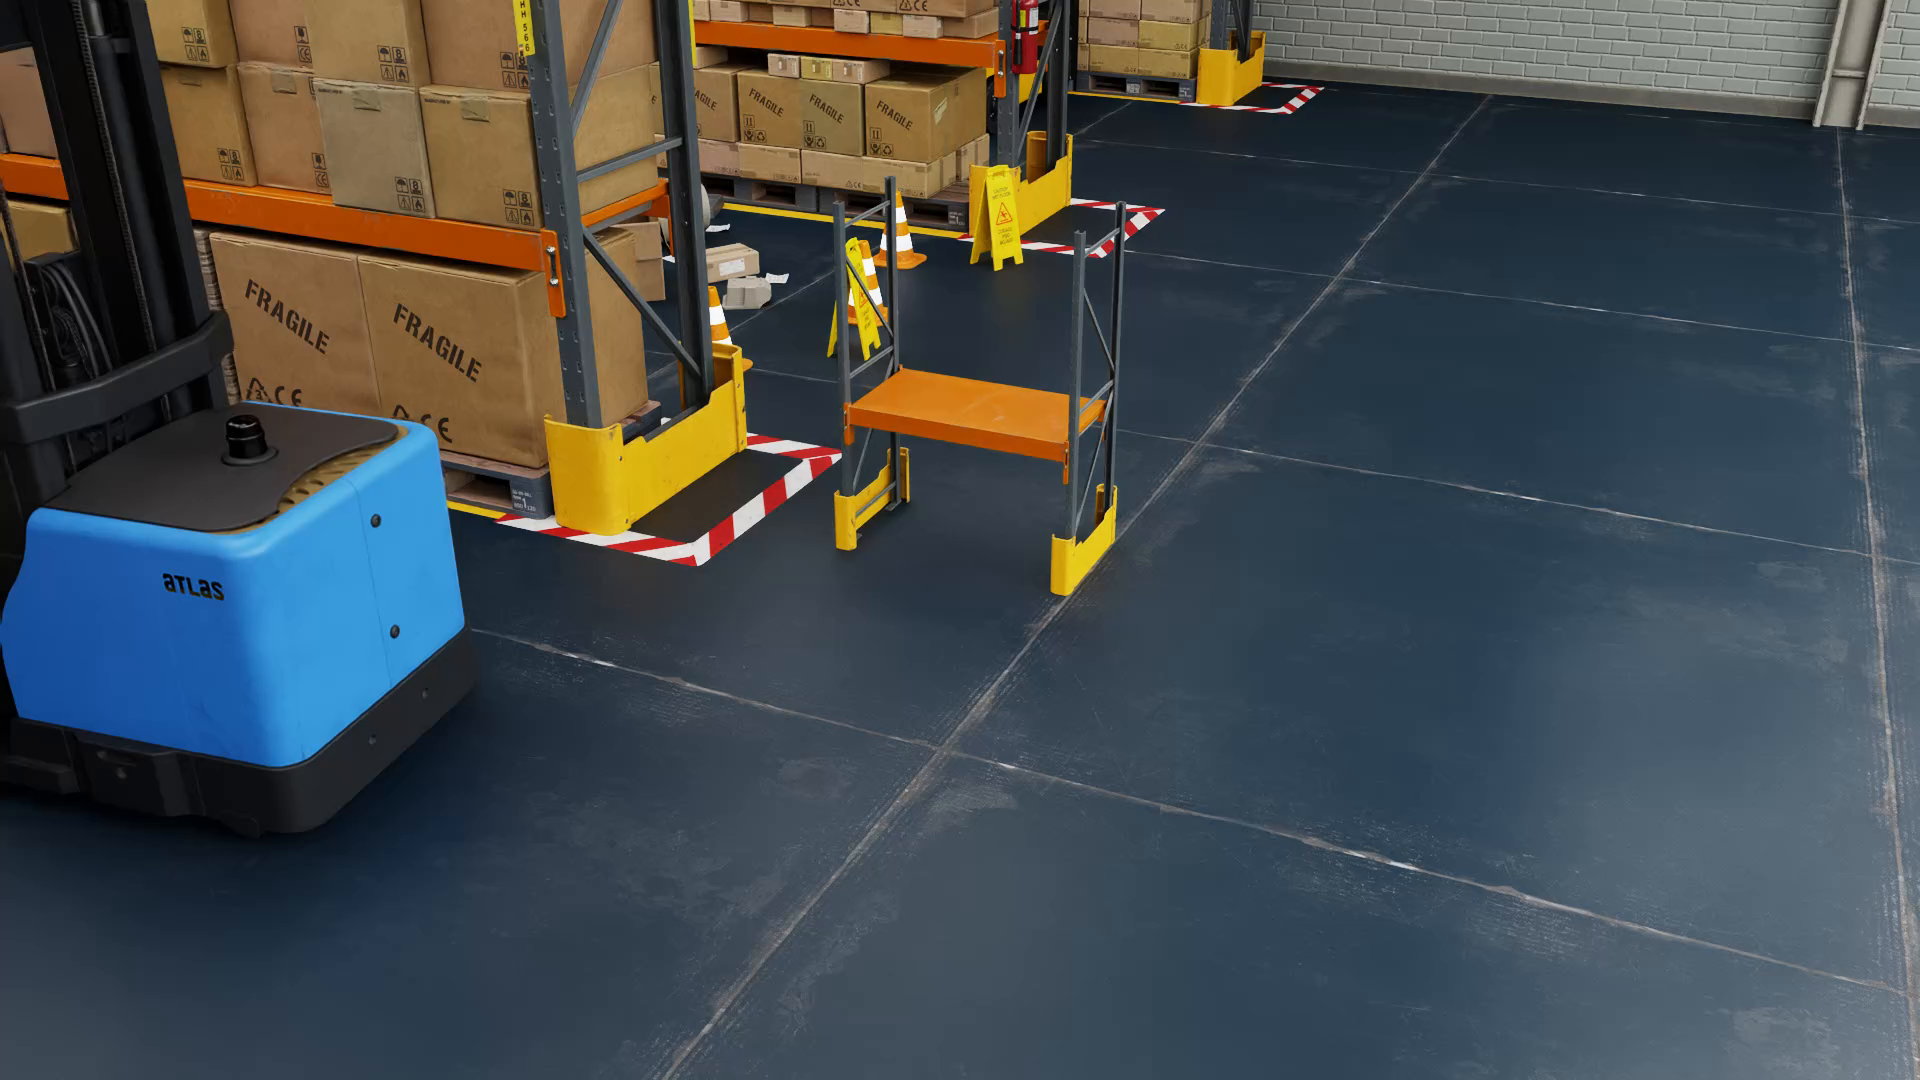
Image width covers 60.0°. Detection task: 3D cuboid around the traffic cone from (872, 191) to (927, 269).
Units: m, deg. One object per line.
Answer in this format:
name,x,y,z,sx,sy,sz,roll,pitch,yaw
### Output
traffic cone,-0.415,-2.055,10.900,0.334,0.463,0.336,11,28,22

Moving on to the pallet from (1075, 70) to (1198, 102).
pallet,1.848,-4.502,16.155,1.213,0.211,1.003,11,28,22

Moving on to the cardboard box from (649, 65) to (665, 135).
cardboard box,-2.213,-3.346,12.439,0.500,0.500,0.500,13,29,24

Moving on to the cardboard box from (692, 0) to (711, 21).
cardboard box,-1.816,-3.828,11.913,0.250,0.149,0.380,12,28,22

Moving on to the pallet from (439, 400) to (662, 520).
pallet,-2.207,-0.488,8.003,1.213,0.211,1.003,11,28,22

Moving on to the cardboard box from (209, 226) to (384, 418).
cardboard box,-2.893,-1.117,8.053,0.875,0.875,0.875,11,28,21

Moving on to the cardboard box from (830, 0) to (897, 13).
cardboard box,-0.552,-3.893,11.312,0.500,0.500,0.500,11,28,22

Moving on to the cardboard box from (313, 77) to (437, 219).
cardboard box,-2.313,-1.833,7.408,0.550,0.550,0.875,11,28,22

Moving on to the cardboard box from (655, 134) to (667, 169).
cardboard box,-2.215,-3.010,12.605,0.500,0.250,0.500,13,29,25

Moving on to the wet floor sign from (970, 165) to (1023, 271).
wet floor sign,0.240,-2.112,10.809,0.232,0.644,0.267,23,35,39

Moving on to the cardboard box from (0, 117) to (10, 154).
cardboard box,-4.747,-2.360,8.479,0.550,0.550,0.875,11,28,22

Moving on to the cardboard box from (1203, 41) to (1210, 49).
cardboard box,2.195,-4.753,16.146,0.500,0.250,0.500,11,28,22

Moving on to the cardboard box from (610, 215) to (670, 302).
cardboard box,-2.137,-1.816,10.370,0.637,0.503,0.797,-7,27,-14

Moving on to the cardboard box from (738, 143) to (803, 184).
cardboard box,-1.284,-2.819,12.217,0.500,0.250,0.500,10,28,20

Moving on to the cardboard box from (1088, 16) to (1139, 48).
cardboard box,1.537,-4.868,15.814,0.500,0.250,0.500,11,28,21

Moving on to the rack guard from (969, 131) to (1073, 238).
rack guard,0.441,-2.526,11.814,0.348,0.500,1.175,11,28,22

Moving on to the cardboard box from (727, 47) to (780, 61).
cardboard box,-1.553,-3.470,12.692,0.500,0.500,0.500,13,29,24

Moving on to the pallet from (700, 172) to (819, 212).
pallet,-1.390,-2.783,12.663,1.213,0.211,1.003,11,28,22

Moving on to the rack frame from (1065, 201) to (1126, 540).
rack frame,0.540,-0.564,6.698,0.032,1.500,0.500,11,28,22

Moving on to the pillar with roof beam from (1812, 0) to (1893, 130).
pillar with roof beam,5.981,-5.983,9.214,0.400,9.000,9.100,11,28,22

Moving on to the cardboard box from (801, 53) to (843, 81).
cardboard box,-0.916,-3.345,11.701,0.250,0.149,0.380,12,29,23

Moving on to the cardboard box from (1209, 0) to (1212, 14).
cardboard box,2.202,-5.197,15.916,0.500,0.250,0.500,11,28,21

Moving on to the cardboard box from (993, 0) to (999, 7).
cardboard box,0.194,-4.010,11.548,0.500,0.500,0.500,11,28,21

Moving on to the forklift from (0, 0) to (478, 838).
forklift,-3.325,-0.738,5.430,3.031,2.935,1.130,8,27,16

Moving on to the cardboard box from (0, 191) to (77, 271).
cardboard box,-4.544,-1.448,8.725,0.875,0.875,0.875,12,29,23

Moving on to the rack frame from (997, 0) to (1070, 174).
rack frame,0.510,-3.633,11.234,0.127,3.000,1.000,11,28,22

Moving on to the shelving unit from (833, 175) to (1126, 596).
shelving unit,0.069,-0.659,6.890,1.083,1.500,0.587,11,28,22

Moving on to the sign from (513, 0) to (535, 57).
sign,-1.684,-2.035,6.407,0.005,0.325,0.100,11,28,22

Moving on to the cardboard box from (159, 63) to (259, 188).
cardboard box,-3.270,-2.066,7.881,0.500,0.550,0.875,11,28,22

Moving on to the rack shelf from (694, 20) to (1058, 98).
rack shelf,-1.310,-3.676,12.135,4.000,0.370,1.077,11,28,22

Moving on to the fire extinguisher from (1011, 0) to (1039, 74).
fire extinguisher,0.424,-3.392,10.832,0.183,0.674,0.296,11,28,22

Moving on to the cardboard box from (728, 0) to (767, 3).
cardboard box,-1.459,-4.087,11.704,0.500,0.500,0.500,12,29,22

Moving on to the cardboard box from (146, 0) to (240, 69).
cardboard box,-3.297,-2.525,7.590,0.500,0.550,0.875,11,28,22

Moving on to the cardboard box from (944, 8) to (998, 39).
cardboard box,0.081,-3.503,11.253,0.250,0.149,0.380,12,29,24

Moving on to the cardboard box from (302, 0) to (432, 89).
cardboard box,-2.307,-2.323,7.180,0.550,0.550,0.875,11,28,22

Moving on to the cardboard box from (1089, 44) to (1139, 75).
cardboard box,1.554,-4.638,15.912,0.500,0.250,0.500,11,28,22

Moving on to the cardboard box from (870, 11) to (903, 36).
cardboard box,-0.420,-3.560,11.370,0.250,0.149,0.380,11,28,21

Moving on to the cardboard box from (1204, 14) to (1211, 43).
cardboard box,2.220,-4.978,16.037,0.500,0.250,0.500,12,29,23

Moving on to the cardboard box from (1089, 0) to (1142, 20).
cardboard box,1.546,-5.083,15.684,0.500,0.250,0.500,12,29,23

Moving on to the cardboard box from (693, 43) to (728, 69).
cardboard box,-1.902,-3.542,12.103,0.250,0.149,0.380,13,29,25

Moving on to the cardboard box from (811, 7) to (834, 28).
cardboard box,-0.842,-3.698,11.650,0.250,0.149,0.380,12,29,23

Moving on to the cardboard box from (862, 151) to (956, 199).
cardboard box,-0.359,-2.632,11.838,0.500,0.250,0.500,11,28,22

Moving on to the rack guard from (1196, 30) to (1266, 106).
rack guard,2.584,-4.504,15.832,0.348,0.500,1.175,11,28,22

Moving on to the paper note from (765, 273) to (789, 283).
paper note,-1.174,-1.674,10.615,0.142,0.019,0.148,2,26,4

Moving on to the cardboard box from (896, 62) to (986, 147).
cardboard box,-0.131,-3.187,12.116,0.500,0.500,0.500,10,28,20

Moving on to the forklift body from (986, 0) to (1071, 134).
forklift body,0.080,-4.862,14.691,1.214,2.155,2.313,11,28,22

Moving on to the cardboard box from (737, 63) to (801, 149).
cardboard box,-1.260,-3.155,12.051,0.500,0.500,0.500,11,28,21

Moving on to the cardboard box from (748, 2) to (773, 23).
cardboard box,-1.302,-3.790,11.837,0.250,0.149,0.380,11,28,22

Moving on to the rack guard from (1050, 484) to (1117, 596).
rack guard,0.523,-0.007,6.982,0.087,0.250,0.587,11,28,22

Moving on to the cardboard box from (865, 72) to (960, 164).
cardboard box,-0.327,-2.966,11.667,0.500,0.500,0.500,12,28,22

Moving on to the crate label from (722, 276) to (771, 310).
crate label,-1.306,-1.519,10.181,0.298,0.136,0.250,-2,26,-5
